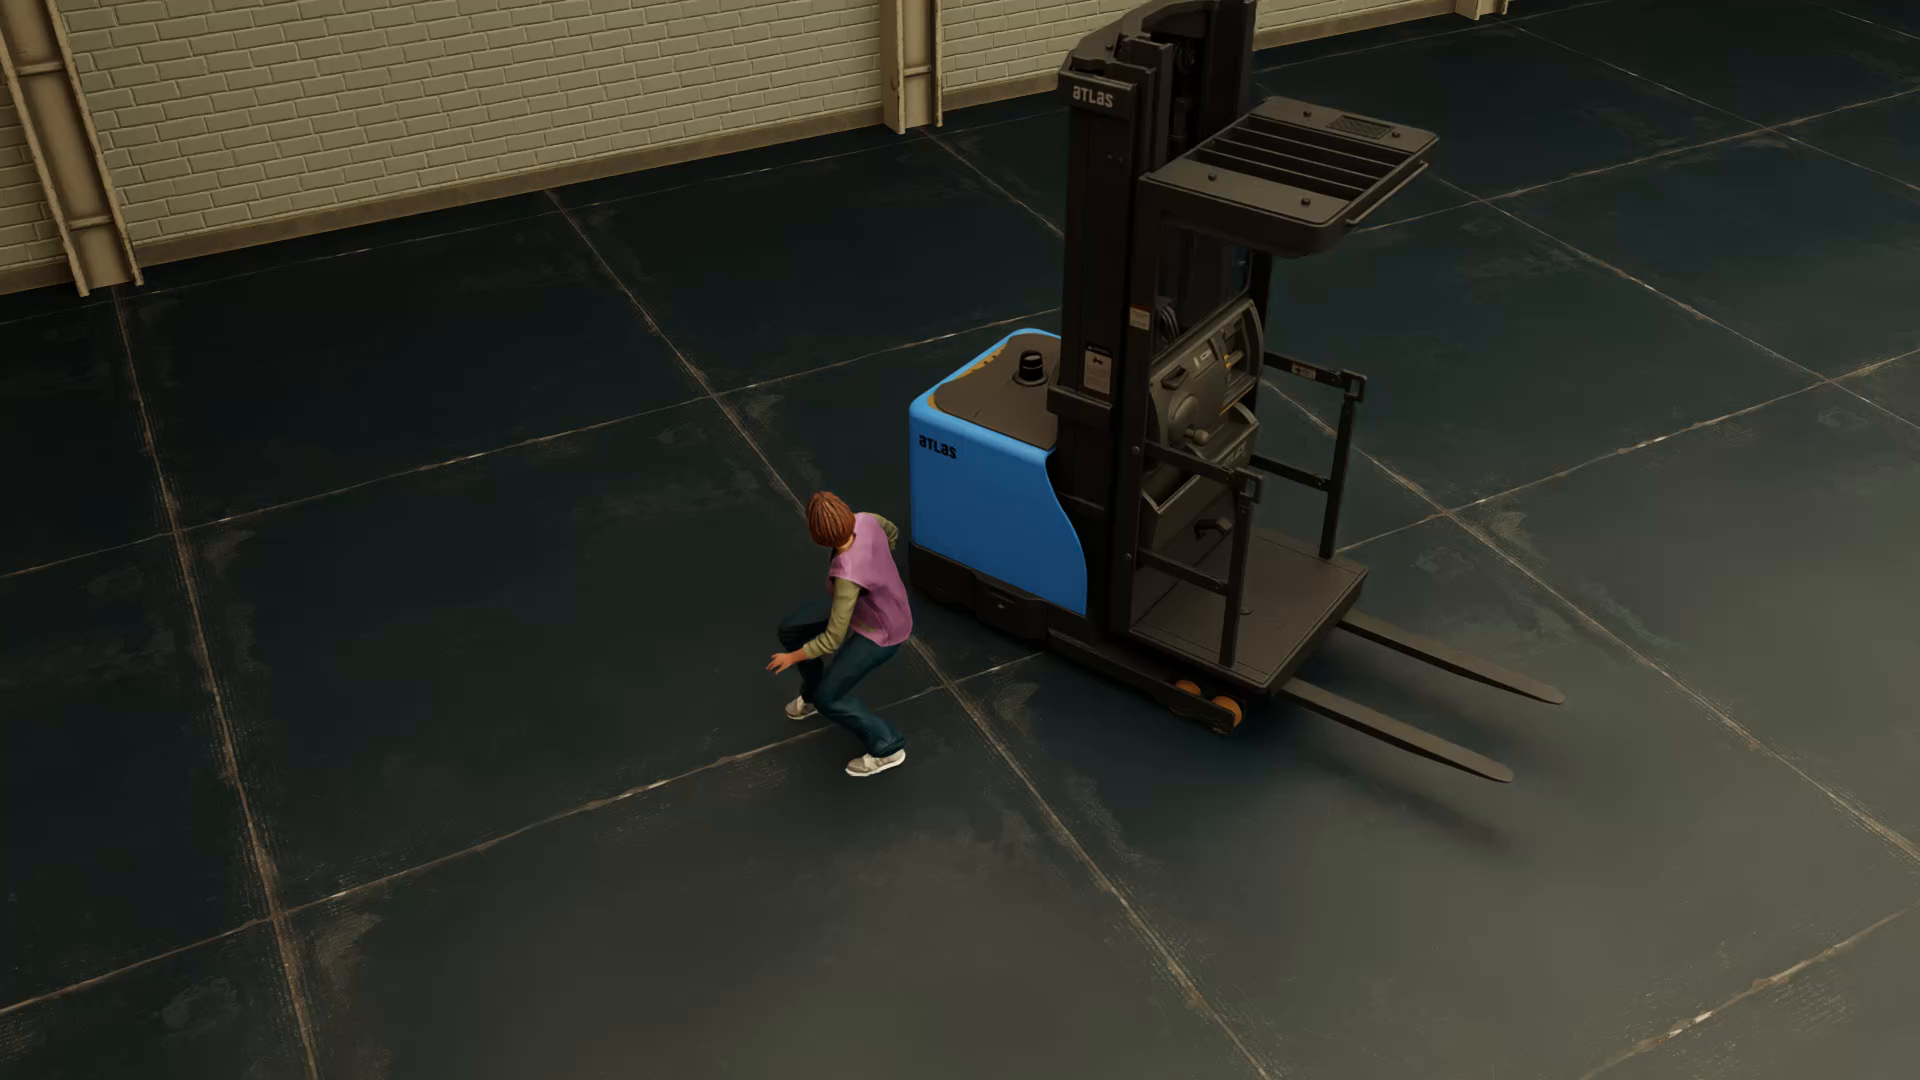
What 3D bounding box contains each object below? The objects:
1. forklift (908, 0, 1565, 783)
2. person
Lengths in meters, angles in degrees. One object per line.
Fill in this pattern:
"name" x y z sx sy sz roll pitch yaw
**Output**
"forklift" 1.238 -0.681 7.086 3.031 2.935 1.130 23 41 29
"person" -0.517 0.332 7.026 0.636 1.389 0.649 -5 36 -7
